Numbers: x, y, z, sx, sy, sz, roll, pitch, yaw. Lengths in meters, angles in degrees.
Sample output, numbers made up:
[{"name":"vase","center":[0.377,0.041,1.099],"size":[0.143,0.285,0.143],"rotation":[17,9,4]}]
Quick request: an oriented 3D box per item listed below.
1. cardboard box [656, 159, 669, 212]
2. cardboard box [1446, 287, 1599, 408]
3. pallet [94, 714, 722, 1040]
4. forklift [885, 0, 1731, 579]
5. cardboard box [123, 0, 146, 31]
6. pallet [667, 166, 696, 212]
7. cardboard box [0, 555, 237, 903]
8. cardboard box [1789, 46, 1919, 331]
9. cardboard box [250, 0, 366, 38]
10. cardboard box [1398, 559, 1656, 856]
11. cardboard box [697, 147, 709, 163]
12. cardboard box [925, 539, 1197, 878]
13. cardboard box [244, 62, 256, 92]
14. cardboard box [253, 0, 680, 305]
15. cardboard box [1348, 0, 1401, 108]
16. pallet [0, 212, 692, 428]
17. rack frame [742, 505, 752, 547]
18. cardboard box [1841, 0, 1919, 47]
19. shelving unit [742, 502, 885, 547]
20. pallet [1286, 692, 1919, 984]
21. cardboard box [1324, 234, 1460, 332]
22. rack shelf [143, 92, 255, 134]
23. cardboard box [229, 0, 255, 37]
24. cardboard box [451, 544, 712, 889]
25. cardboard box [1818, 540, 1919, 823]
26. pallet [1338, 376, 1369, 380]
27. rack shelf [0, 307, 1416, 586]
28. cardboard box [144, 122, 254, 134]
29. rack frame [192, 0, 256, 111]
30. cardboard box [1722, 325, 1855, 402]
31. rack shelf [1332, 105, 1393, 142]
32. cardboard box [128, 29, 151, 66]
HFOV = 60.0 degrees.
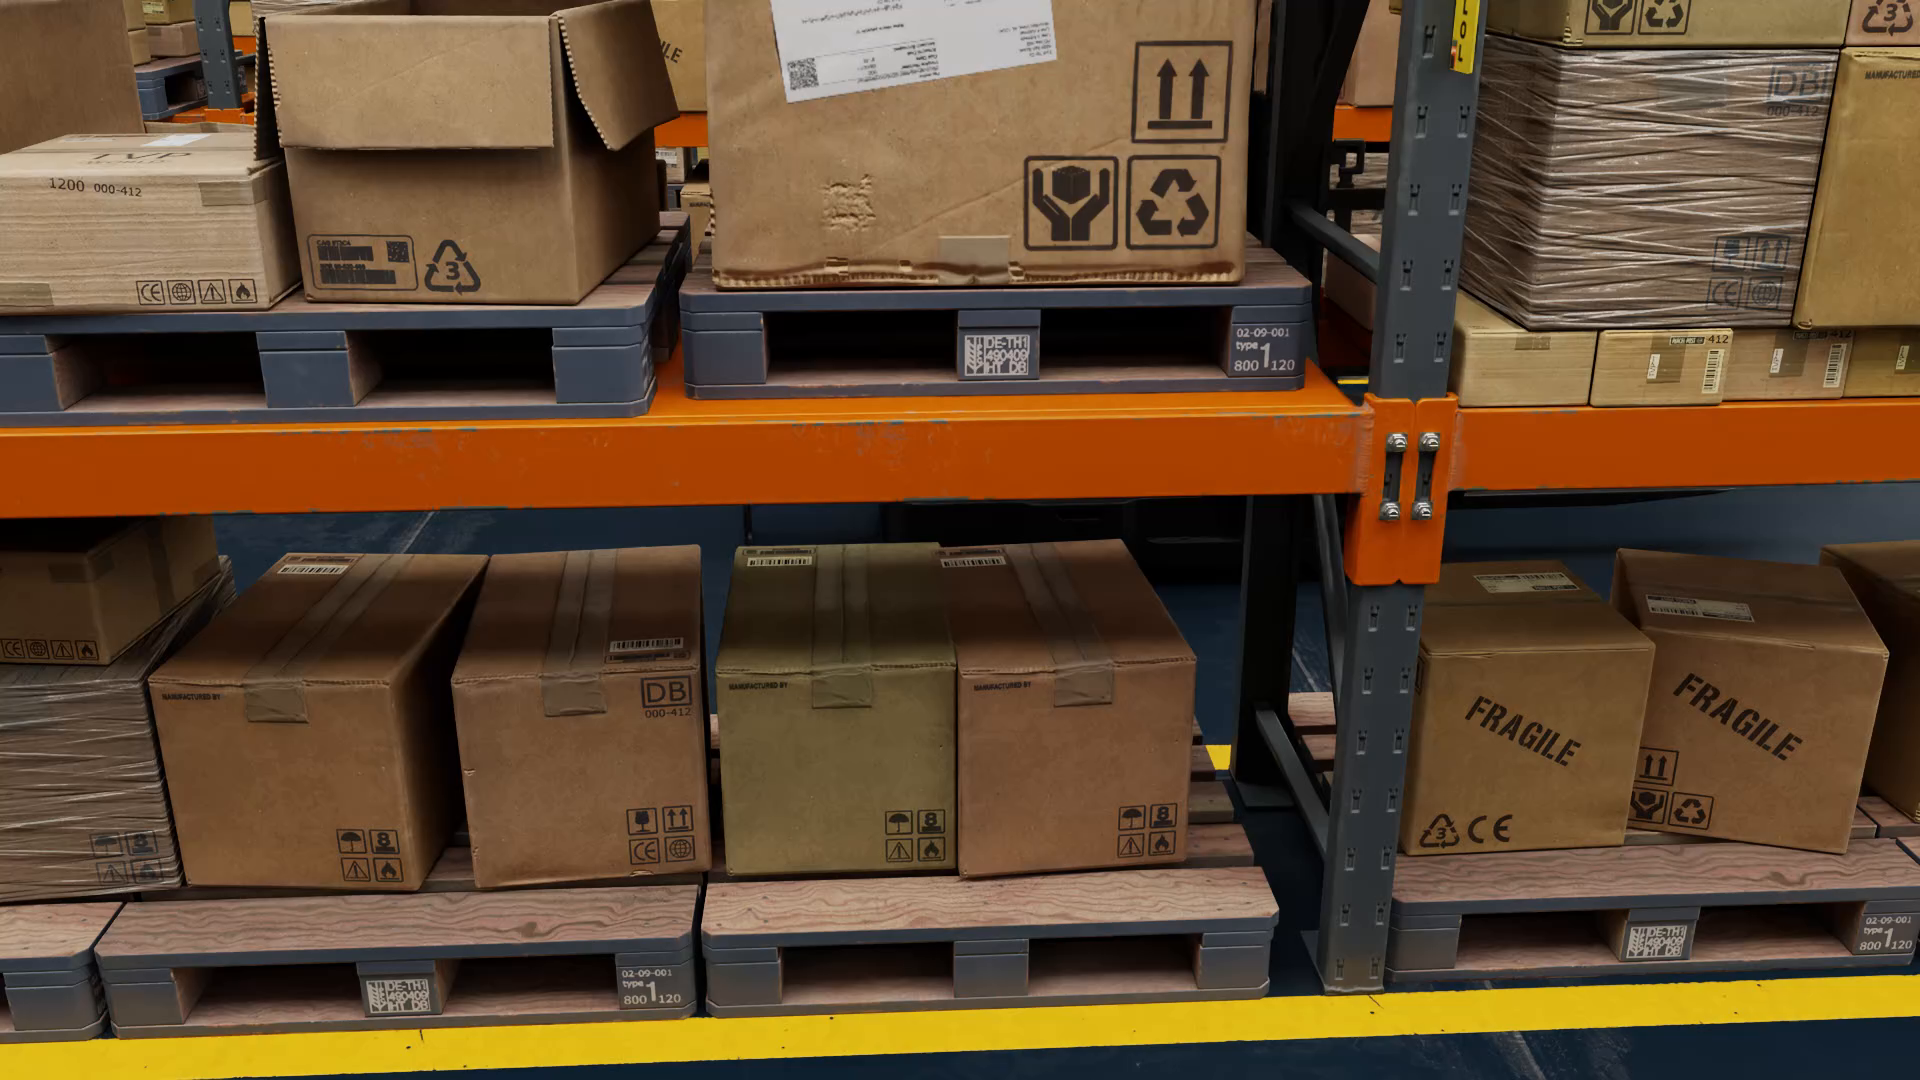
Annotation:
[{"name":"cardboard box","center":[-1.874,-1.431,8.236],"size":[0.750,0.750,1.050],"rotation":[-1,21,-2]},{"name":"cardboard box","center":[1.048,-0.384,3.268],"size":[0.250,0.149,0.380],"rotation":[-1,21,-3]},{"name":"pallet","center":[-1.182,0.741,3.878],"size":[1.213,0.211,1.003],"rotation":[-1,21,-3]},{"name":"forklift","center":[1.237,-1.422,5.736],"size":[3.031,2.935,1.130],"rotation":[-2,21,-4]},{"name":"cardboard box","center":[-3.827,-2.333,7.378],"size":[0.250,0.149,0.380],"rotation":[-1,21,-2]},{"name":"pallet","center":[-1.748,-2.779,13.124],"size":[1.213,0.211,1.003],"rotation":[-1,21,-3]},{"name":"cardboard box","center":[-1.957,0.403,3.741],"size":[0.500,0.500,0.700],"rotation":[-3,21,-8]},{"name":"cardboard box","center":[1.770,-0.775,3.382],"size":[0.500,0.500,0.875],"rotation":[-1,21,-3]},{"name":"cardboard box","center":[-2.896,-2.247,7.666],"size":[0.500,0.500,0.500],"rotation":[-1,21,-2]},{"name":"cardboard box","center":[1.217,0.374,3.846],"size":[0.500,0.500,0.500],"rotation":[-2,21,-5]},{"name":"cardboard box","center":[-1.685,-3.051,13.021],"size":[0.625,0.372,0.950],"rotation":[0,21,-1]},{"name":"cardboard box","center":[0.201,0.363,3.846],"size":[0.500,0.500,0.700],"rotation":[-3,21,-7]},{"name":"cardboard box","center":[-5.329,-3.245,12.826],"size":[0.875,0.875,0.875],"rotation":[-1,21,-2]},{"name":"cardboard box","center":[-0.910,-0.781,3.221],"size":[0.637,0.503,0.797],"rotation":[1,21,2]},{"name":"cardboard box","center":[2.095,-2.438,8.099],"size":[0.550,0.550,0.875],"rotation":[-1,21,-3]},{"name":"pallet","center":[-1.204,-0.488,3.457],"size":[1.213,0.211,1.003],"rotation":[-1,21,-3]},{"name":"rack frame","center":[-0.771,-0.539,5.851],"size":[0.015,1.200,0.240],"rotation":[-2,21,-4]},{"name":"cardboard box","center":[1.779,-1.187,3.059],"size":[0.500,0.500,0.500],"rotation":[-1,21,-3]},{"name":"shelving unit","center":[-0.528,-0.546,5.868],"size":[0.503,1.200,0.258],"rotation":[-2,21,-4]},{"name":"pallet","center":[1.484,0.673,4.057],"size":[1.213,0.211,1.003],"rotation":[-1,21,-3]},{"name":"cardboard box","center":[1.014,-0.596,3.823],"size":[0.250,0.149,0.380],"rotation":[-1,21,-3]},{"name":"rack shelf","center":[-5.357,-1.910,7.933],"size":[4.000,0.370,1.077],"rotation":[-1,21,-3]},{"name":"cardboard box","center":[-5.246,-3.850,12.229],"size":[0.500,0.250,0.500],"rotation":[-1,21,-4]},{"name":"cardboard box","center":[-0.834,0.378,3.808],"size":[0.500,0.500,0.700],"rotation":[-3,21,-8]},{"name":"cardboard box","center":[2.404,0.319,3.990],"size":[0.500,0.500,0.500],"rotation":[-3,21,-8]},{"name":"pallet","center":[1.397,-1.053,8.589],"size":[1.213,0.211,1.003],"rotation":[-1,21,-3]},{"name":"rack shelf","center":[-1.181,-0.227,3.514],"size":[4.000,0.370,1.077],"rotation":[-1,21,-3]},{"name":"cardboard box","center":[-1.528,-0.786,3.569],"size":[0.258,0.266,0.396],"rotation":[-2,21,-5]},{"name":"rack frame","center":[-3.360,-2.287,7.912],"size":[0.127,3.000,1.000],"rotation":[-1,21,-3]},{"name":"cardboard box","center":[1.546,-0.400,3.308],"size":[0.250,0.149,0.380],"rotation":[-1,21,-3]},{"name":"rack shelf","center":[2.630,-2.073,8.360],"size":[4.000,0.370,1.077],"rotation":[-1,21,-3]},{"name":"cardboard box","center":[-3.826,-2.193,7.427],"size":[0.250,0.149,0.380],"rotation":[-1,21,-2]}]
